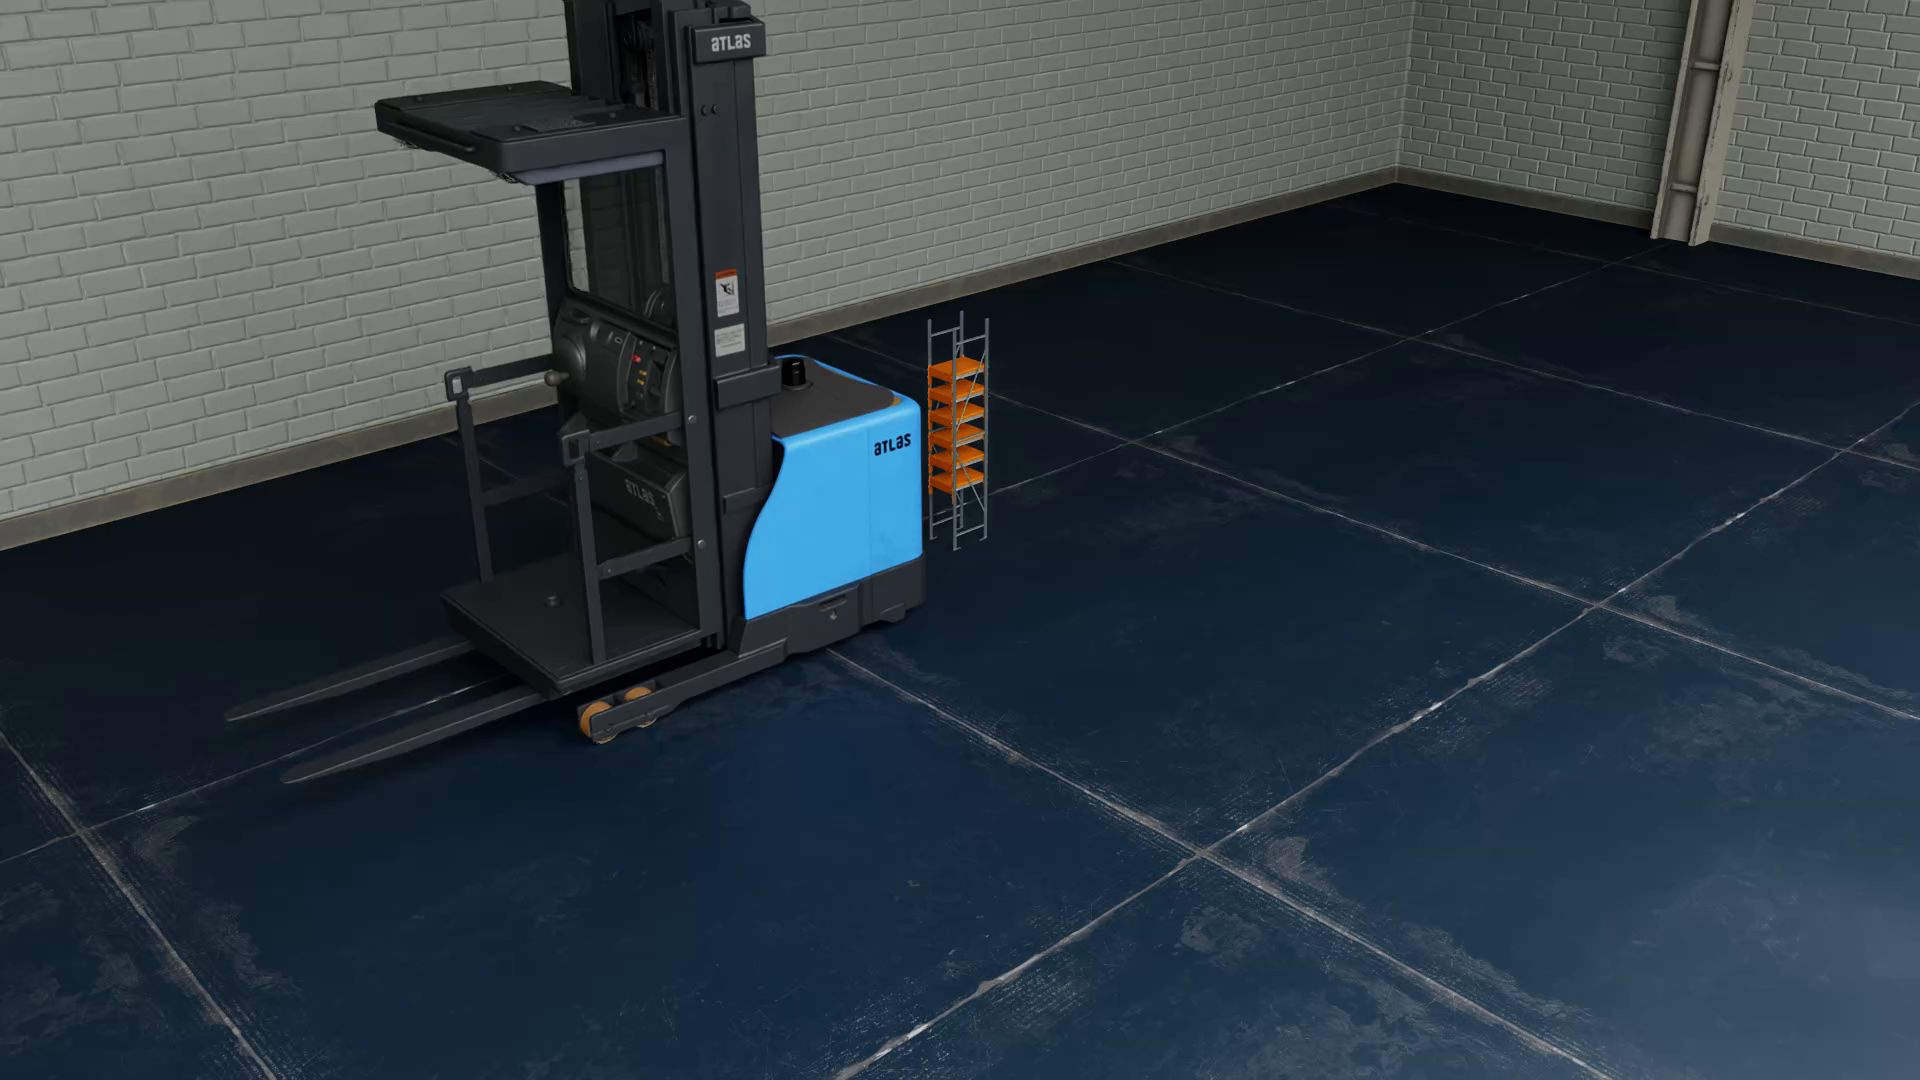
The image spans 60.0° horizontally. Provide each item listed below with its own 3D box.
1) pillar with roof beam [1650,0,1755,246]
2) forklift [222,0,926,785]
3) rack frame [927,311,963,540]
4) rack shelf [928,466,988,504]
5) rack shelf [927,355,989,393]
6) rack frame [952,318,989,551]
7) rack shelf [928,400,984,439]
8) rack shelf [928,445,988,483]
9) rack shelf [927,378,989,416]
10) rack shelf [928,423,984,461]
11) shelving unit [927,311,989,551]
[{"bbox_3d":[3.137,-5.501,9.967,9.100,9.000,0.400,-21,32,-38],"label":"pillar with roof beam"},{"bbox_3d":[-1.605,-0.736,6.833,3.031,2.935,1.130,-20,31,-37],"label":"forklift"},{"bbox_3d":[-0.072,-0.578,8.571,0.240,1.200,0.006,-21,32,-38],"label":"rack frame"},{"bbox_3d":[-0.010,-0.291,8.629,0.258,0.103,0.180,-21,32,-38],"label":"rack shelf"},{"bbox_3d":[-0.010,-0.837,8.380,0.258,0.103,0.180,-21,32,-38],"label":"rack shelf"},{"bbox_3d":[0.053,-0.523,8.450,0.240,1.200,0.006,-21,32,-38],"label":"rack frame"},{"bbox_3d":[-0.010,-0.619,8.479,0.258,0.103,0.180,-21,32,-38],"label":"rack shelf"},{"bbox_3d":[-0.010,-0.401,8.579,0.258,0.103,0.180,-21,32,-38],"label":"rack shelf"},{"bbox_3d":[-0.010,-0.728,8.429,0.258,0.103,0.180,-21,32,-38],"label":"rack shelf"},{"bbox_3d":[-0.010,-0.510,8.529,0.258,0.103,0.180,-21,32,-38],"label":"rack shelf"},{"bbox_3d":[-0.010,-0.550,8.511,0.258,1.200,0.189,-21,32,-38],"label":"shelving unit"}]
